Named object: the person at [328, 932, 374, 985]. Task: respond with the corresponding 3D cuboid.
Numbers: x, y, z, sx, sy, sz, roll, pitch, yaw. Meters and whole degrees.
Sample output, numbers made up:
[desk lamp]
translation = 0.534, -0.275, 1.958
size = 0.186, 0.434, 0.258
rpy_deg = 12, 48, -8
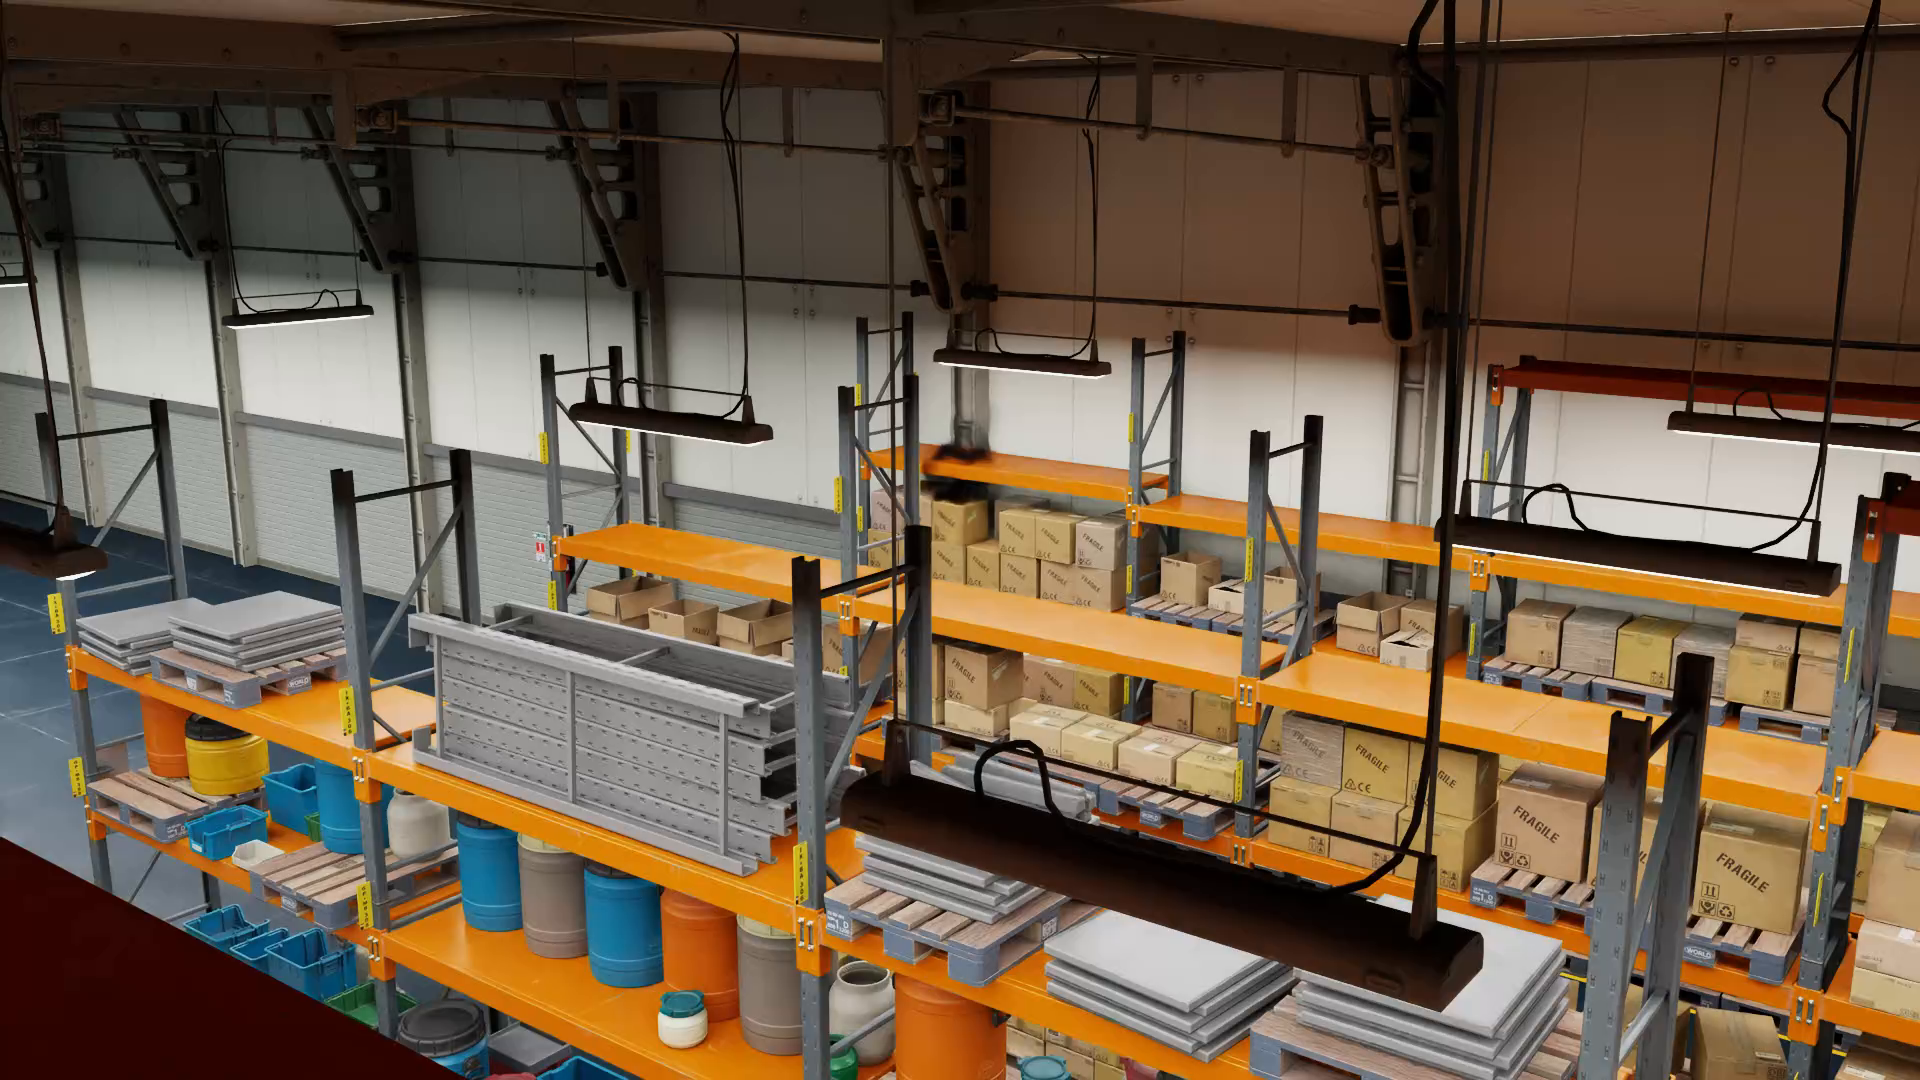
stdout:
[person]
translation = -5.571, 3.720, 15.391
size = 0.587, 1.724, 0.648
rpy_deg = 4, 14, 17
